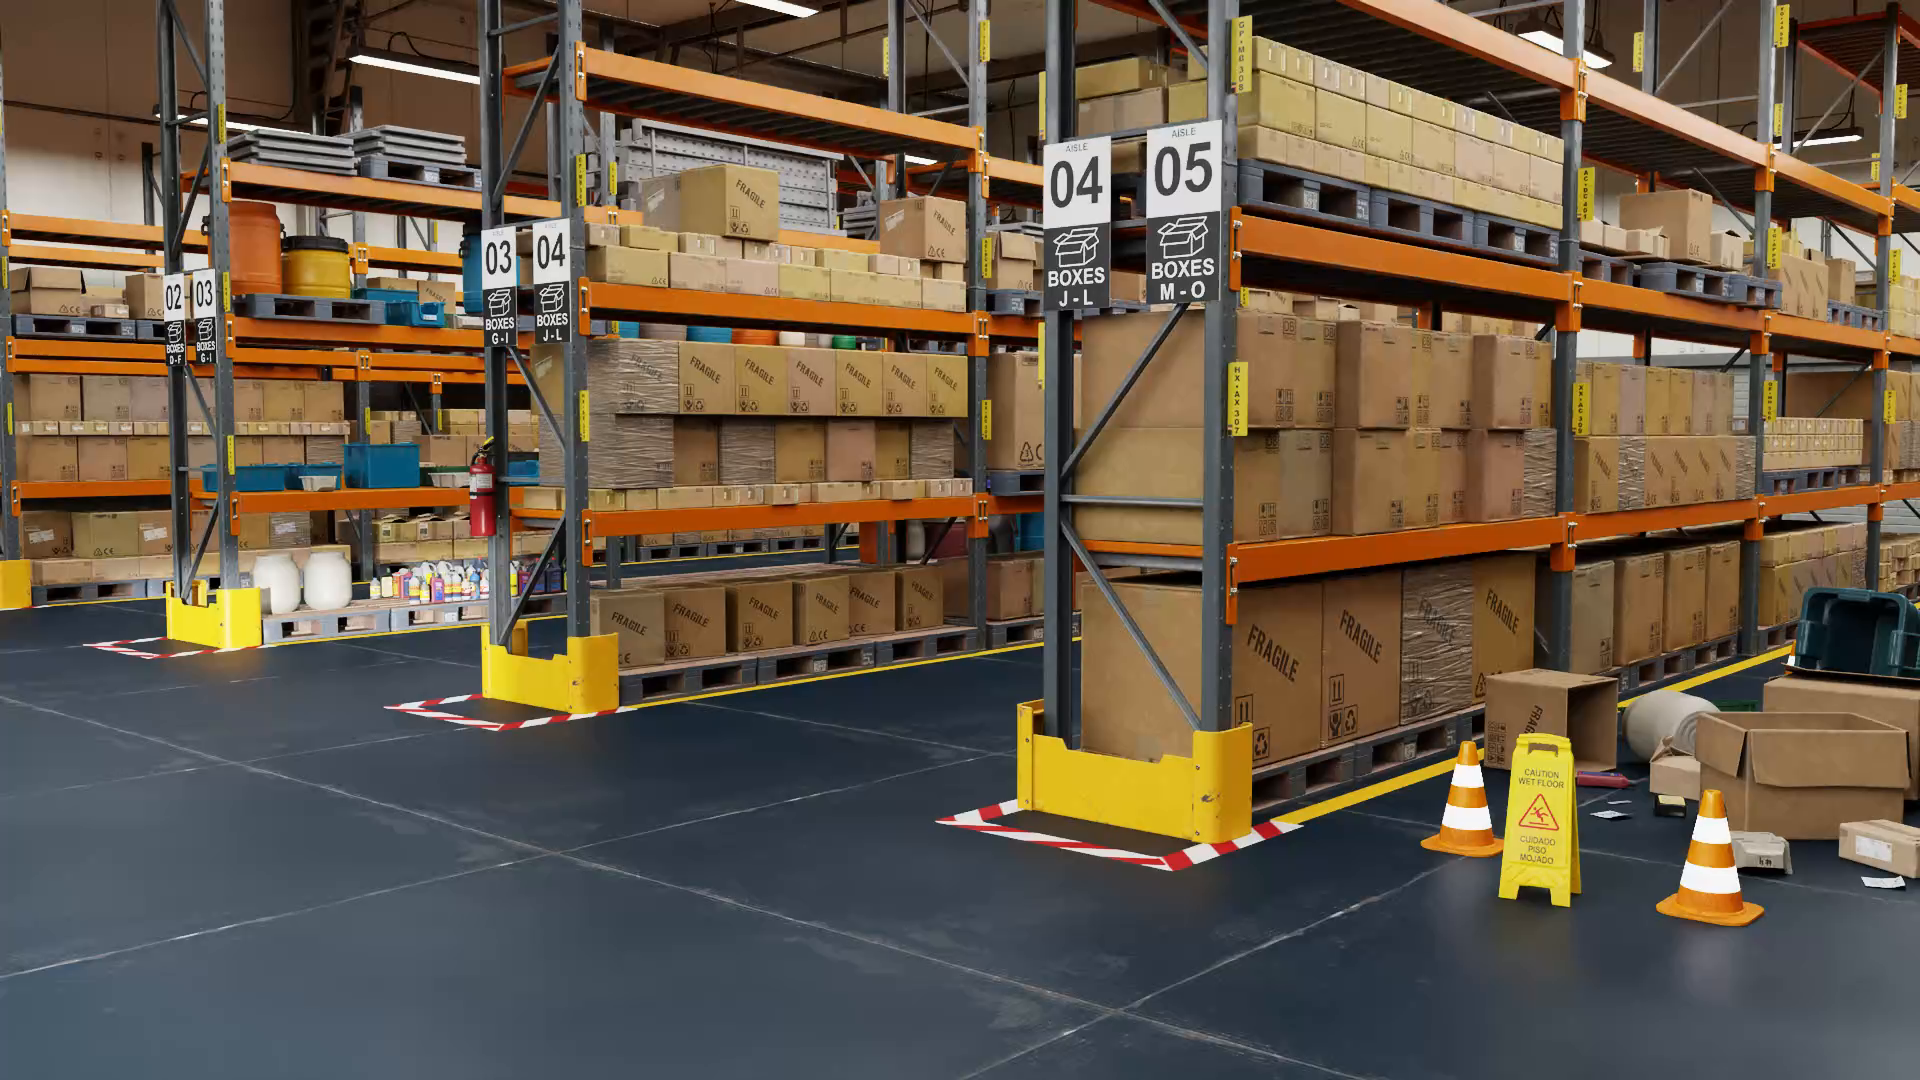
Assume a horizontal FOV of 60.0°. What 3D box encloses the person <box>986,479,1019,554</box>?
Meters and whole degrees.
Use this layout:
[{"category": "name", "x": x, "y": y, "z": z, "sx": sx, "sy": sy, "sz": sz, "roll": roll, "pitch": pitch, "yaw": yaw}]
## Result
[{"category": "person", "x": 0.410, "y": -0.183, "z": 17.836, "sx": 0.493, "sy": 1.584, "sz": 0.349, "roll": 3, "pitch": 5, "yaw": 41}]
